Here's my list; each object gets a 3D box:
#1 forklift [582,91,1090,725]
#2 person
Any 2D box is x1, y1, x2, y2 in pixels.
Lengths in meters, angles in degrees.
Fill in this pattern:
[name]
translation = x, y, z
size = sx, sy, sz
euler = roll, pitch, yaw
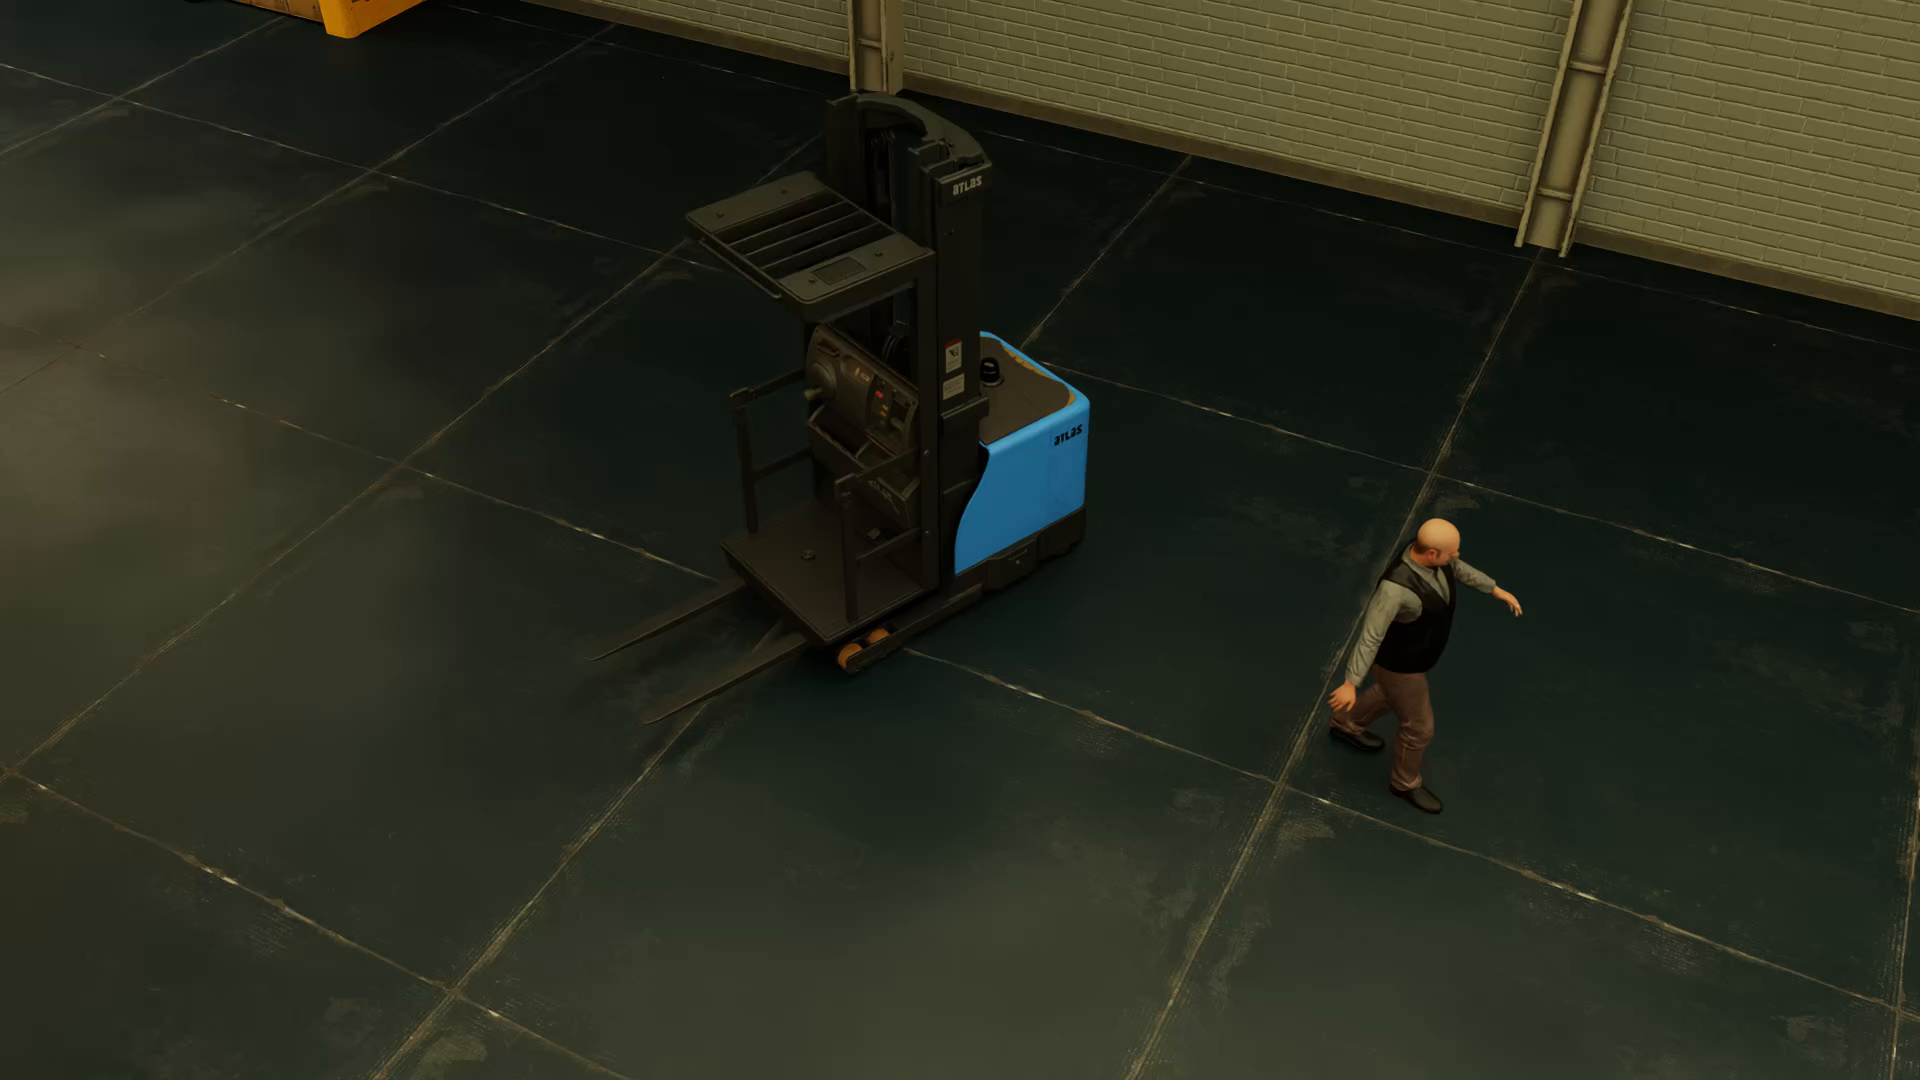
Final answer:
[forklift]
translation = -0.698, -0.758, 8.887
size = 3.031, 2.935, 1.130
euler = -27, 47, -29
[person]
translation = 2.246, 0.597, 8.251
size = 0.748, 1.701, 0.943
euler = 23, 45, 25
